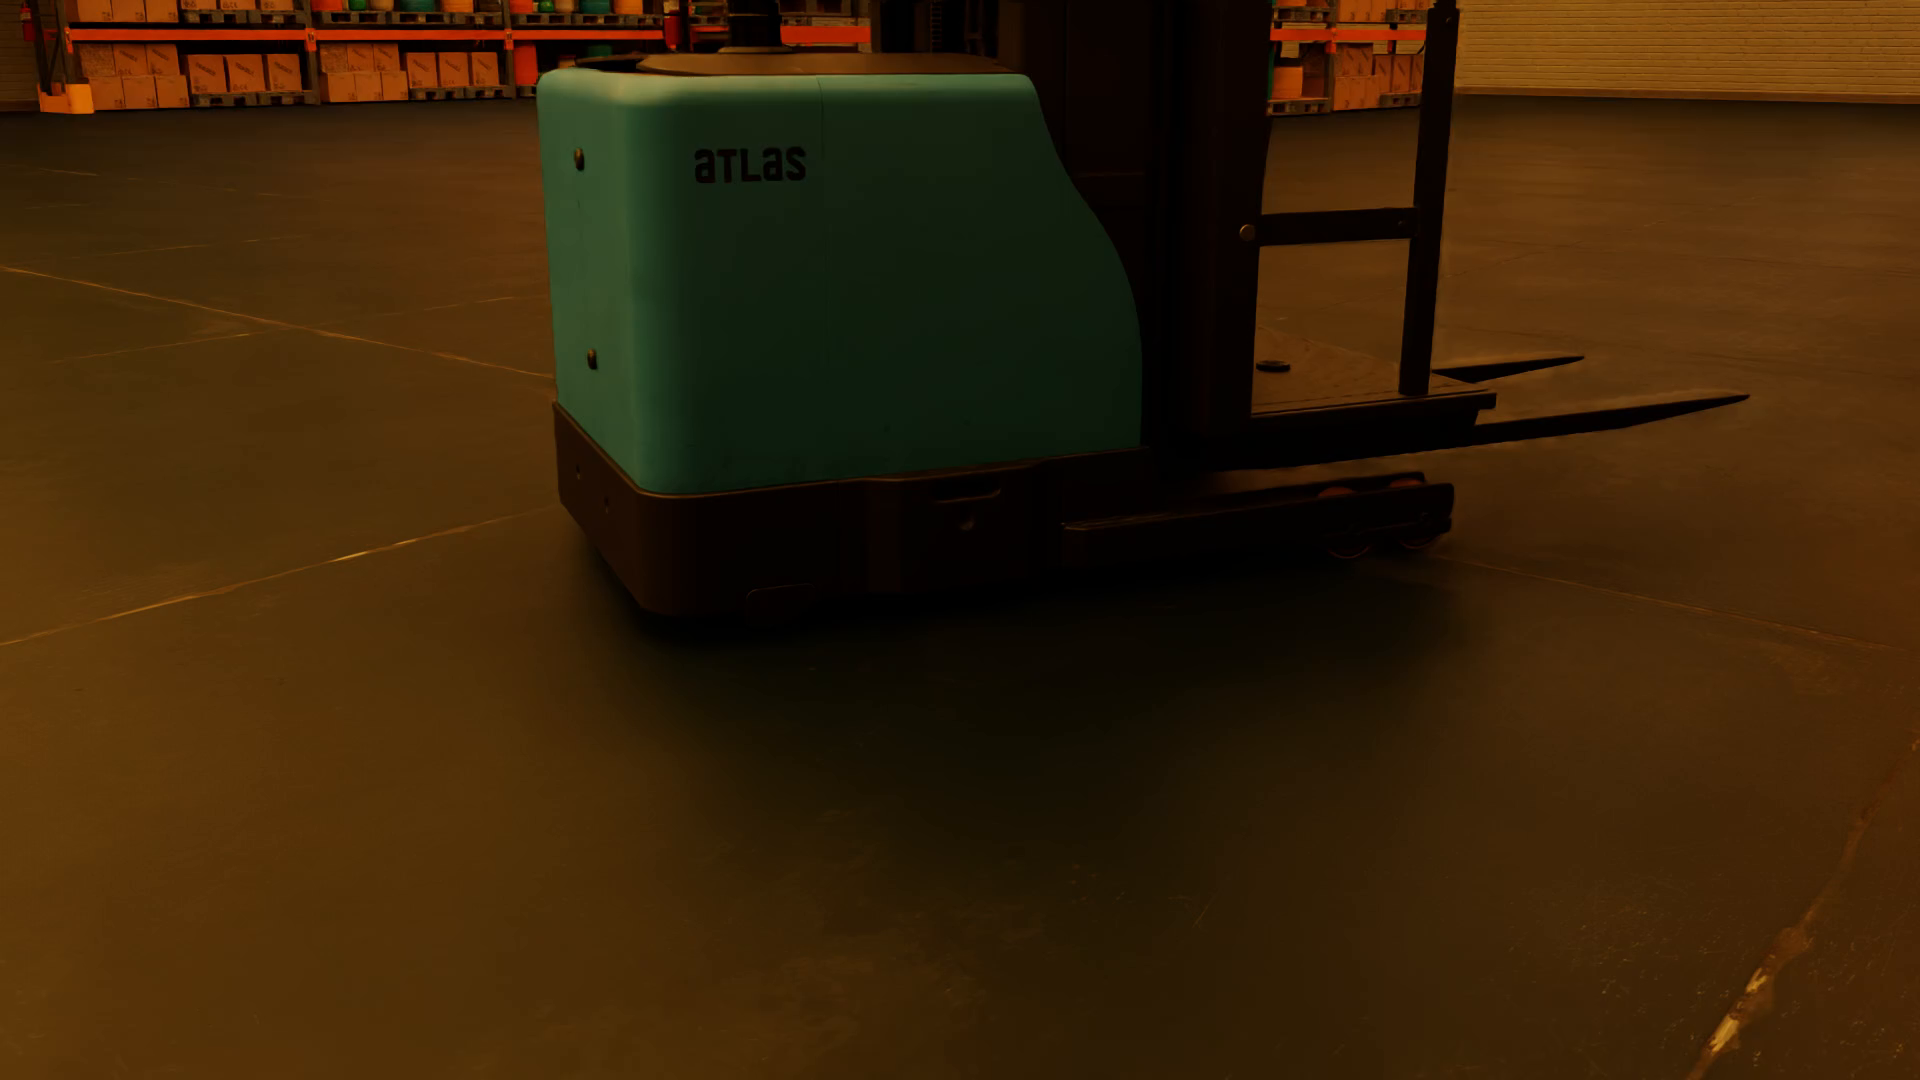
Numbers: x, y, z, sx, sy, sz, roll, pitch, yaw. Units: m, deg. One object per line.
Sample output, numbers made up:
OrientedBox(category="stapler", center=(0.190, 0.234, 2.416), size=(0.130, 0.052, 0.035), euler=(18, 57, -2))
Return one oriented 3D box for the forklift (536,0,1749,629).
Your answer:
OrientedBox(category="forklift", center=(0.594, -1.490, 3.805), size=(3.031, 2.935, 1.130), euler=(-7, 18, -22))
